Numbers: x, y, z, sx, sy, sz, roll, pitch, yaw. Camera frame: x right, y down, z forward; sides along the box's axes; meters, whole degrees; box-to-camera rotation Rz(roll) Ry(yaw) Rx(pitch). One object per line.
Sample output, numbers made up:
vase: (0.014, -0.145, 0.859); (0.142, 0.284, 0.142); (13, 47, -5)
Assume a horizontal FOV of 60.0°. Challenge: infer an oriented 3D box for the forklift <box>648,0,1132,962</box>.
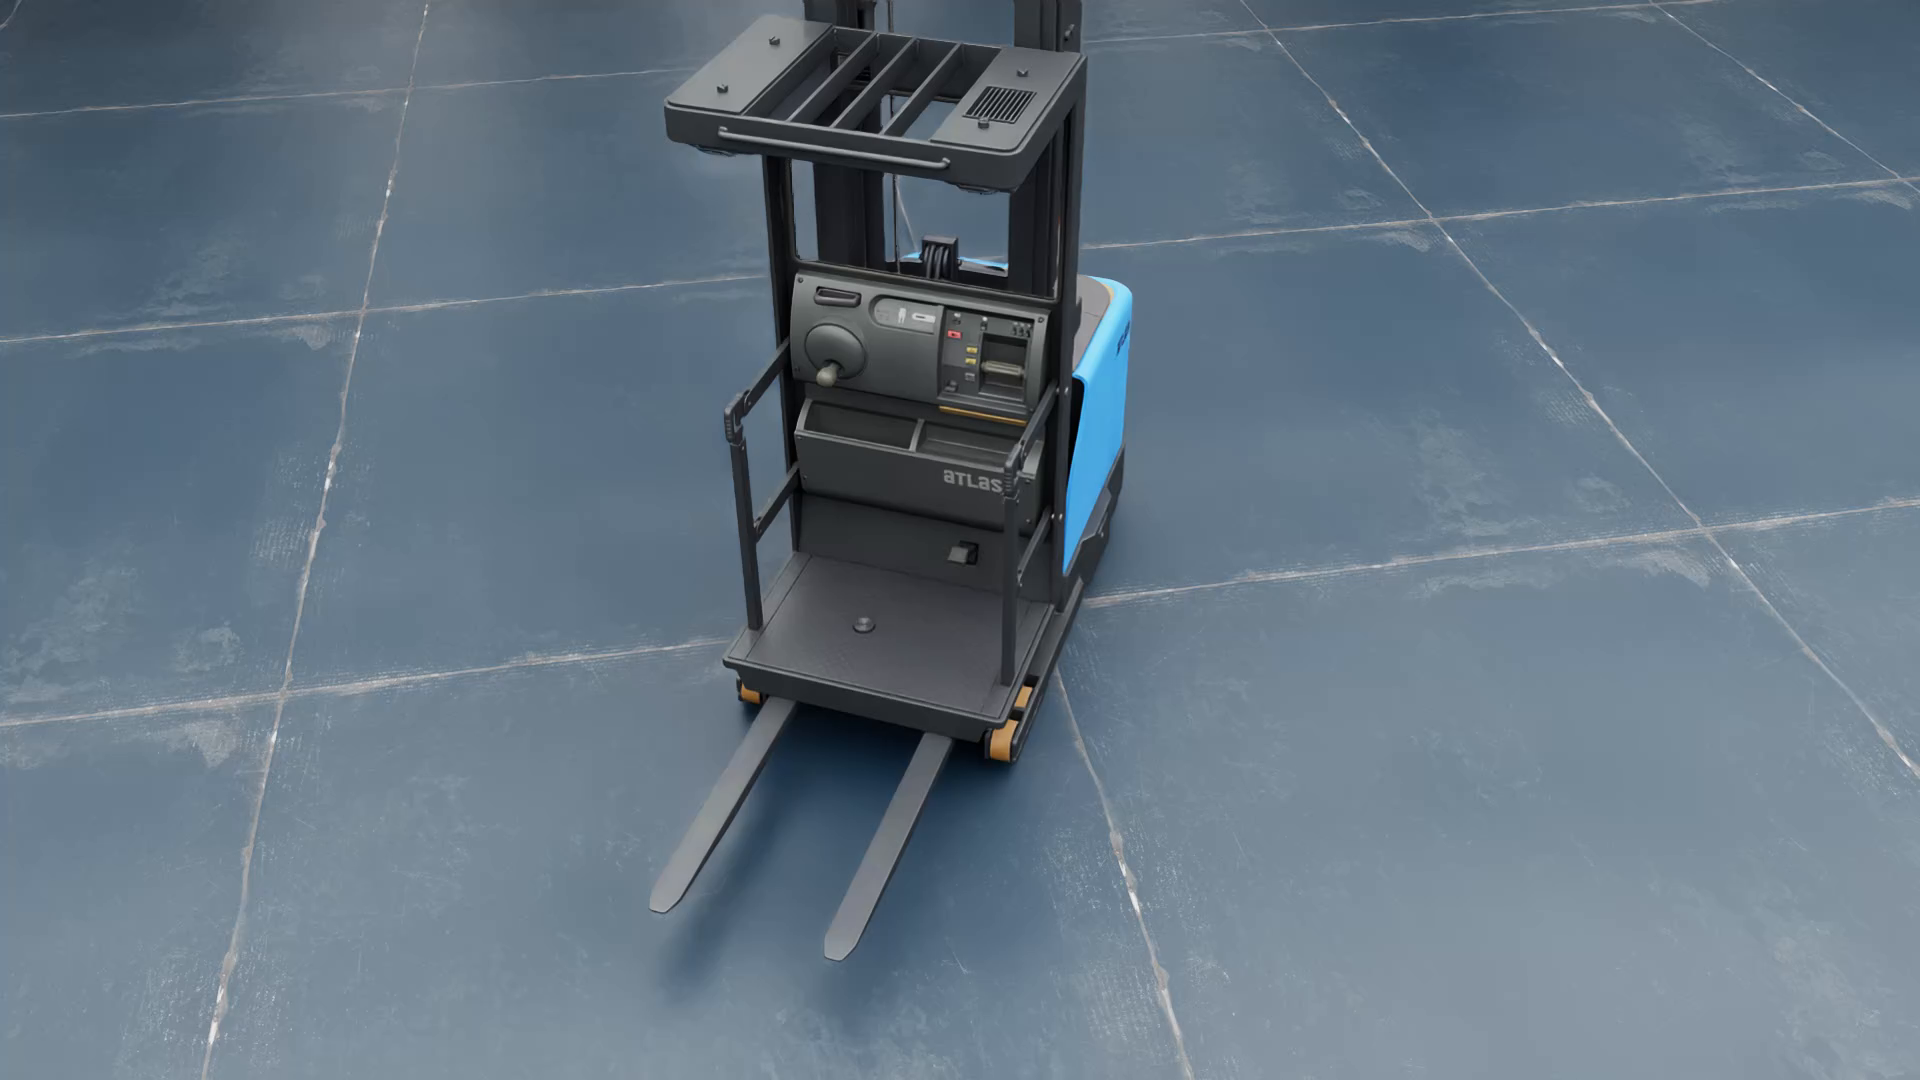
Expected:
forklift: (-0.216, -0.611, 5.648); (1.130, 2.935, 3.031); (11, 39, 14)
